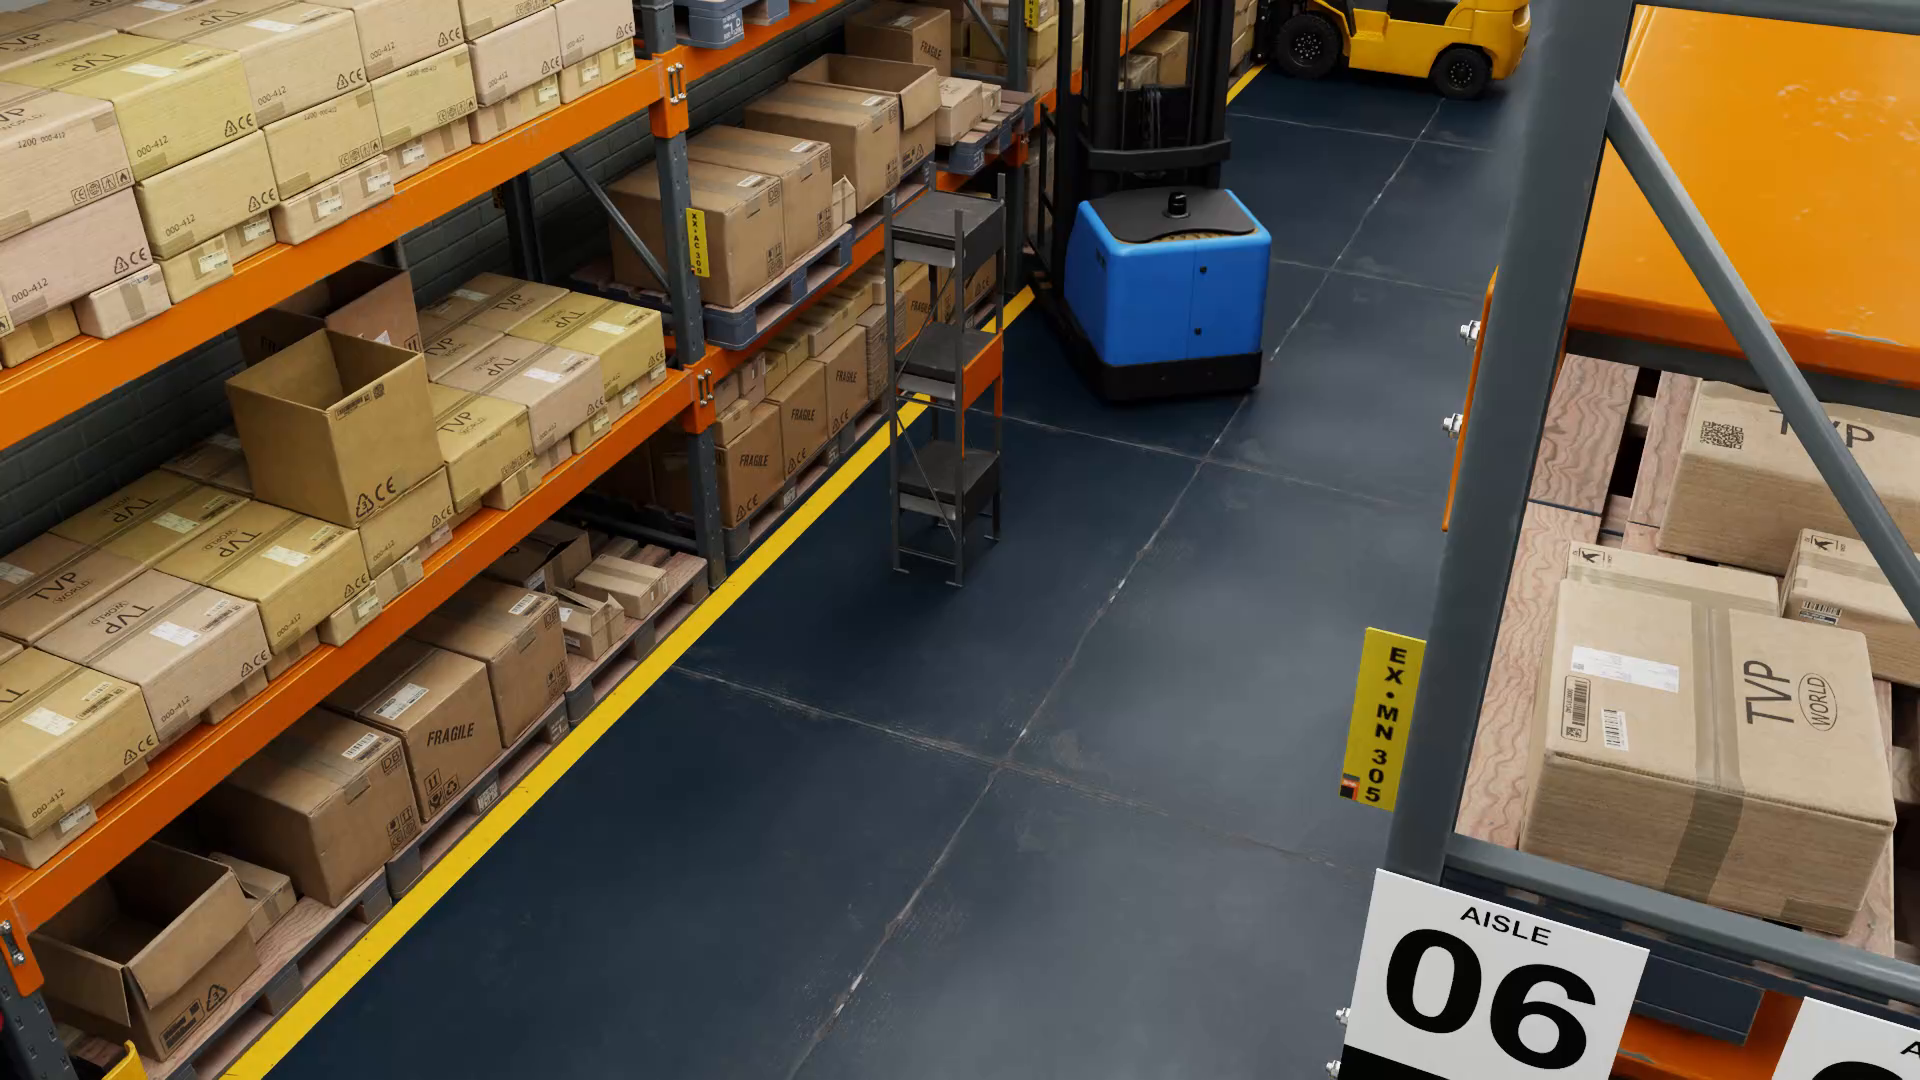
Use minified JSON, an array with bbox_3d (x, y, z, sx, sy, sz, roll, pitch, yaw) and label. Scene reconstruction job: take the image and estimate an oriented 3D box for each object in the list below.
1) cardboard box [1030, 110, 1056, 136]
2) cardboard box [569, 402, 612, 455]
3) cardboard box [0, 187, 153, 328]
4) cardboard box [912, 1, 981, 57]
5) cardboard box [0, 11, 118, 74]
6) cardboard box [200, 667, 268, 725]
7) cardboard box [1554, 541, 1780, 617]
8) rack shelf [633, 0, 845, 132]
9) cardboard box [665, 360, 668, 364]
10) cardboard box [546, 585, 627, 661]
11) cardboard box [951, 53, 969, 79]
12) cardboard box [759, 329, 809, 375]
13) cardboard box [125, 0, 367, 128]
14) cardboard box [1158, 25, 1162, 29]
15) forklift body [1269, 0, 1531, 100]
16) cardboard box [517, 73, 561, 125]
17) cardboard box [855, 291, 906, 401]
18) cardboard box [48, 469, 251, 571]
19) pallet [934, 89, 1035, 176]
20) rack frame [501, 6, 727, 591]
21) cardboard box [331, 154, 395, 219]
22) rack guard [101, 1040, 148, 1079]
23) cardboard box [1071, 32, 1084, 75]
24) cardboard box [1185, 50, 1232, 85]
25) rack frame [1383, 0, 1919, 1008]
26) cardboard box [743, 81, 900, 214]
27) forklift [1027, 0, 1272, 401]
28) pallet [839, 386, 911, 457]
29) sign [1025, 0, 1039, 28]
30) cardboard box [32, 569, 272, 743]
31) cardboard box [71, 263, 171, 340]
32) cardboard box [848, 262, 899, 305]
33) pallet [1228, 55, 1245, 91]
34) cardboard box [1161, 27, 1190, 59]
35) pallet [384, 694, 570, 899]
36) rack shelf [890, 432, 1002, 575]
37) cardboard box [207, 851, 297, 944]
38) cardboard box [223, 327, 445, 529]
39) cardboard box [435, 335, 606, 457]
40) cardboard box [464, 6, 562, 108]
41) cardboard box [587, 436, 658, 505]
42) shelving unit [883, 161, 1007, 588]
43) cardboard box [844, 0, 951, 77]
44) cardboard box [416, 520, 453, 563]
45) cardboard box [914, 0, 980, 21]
[{"bbox_3d":[0.502,-2.941,12.651,0.875,0.625,0.625,15,36,22],"label":"cardboard box"},{"bbox_3d":[-1.792,-0.540,7.436,0.380,0.149,0.250,15,36,22],"label":"cardboard box"},{"bbox_3d":[-2.757,-0.872,4.842,0.500,0.250,0.500,15,36,21],"label":"cardboard box"},{"bbox_3d":[-0.103,-3.557,11.489,0.500,0.250,0.500,15,36,22],"label":"cardboard box"},{"bbox_3d":[-3.028,-1.468,5.295,0.500,0.250,0.500,15,36,21],"label":"cardboard box"},{"bbox_3d":[-2.694,0.477,5.884,0.380,0.149,0.250,15,36,22],"label":"cardboard box"},{"bbox_3d":[1.334,0.159,3.160,0.380,0.149,0.250,11,35,17],"label":"cardboard box"},{"bbox_3d":[-0.875,-3.081,9.002,1.077,0.370,4.000,14,36,20],"label":"rack shelf"},{"bbox_3d":[-1.714,-0.915,9.083,0.380,0.149,0.250,14,36,21],"label":"cardboard box"},{"bbox_3d":[-1.827,0.359,7.946,0.396,0.266,0.258,15,36,22],"label":"cardboard box"},{"bbox_3d":[-0.082,-3.343,11.619,0.500,0.250,0.500,13,36,19],"label":"cardboard box"},{"bbox_3d":[-1.075,-1.076,9.330,0.380,0.149,0.250,14,36,20],"label":"cardboard box"},{"bbox_3d":[-2.340,-1.586,5.476,0.500,0.250,0.500,15,36,22],"label":"cardboard box"},{"bbox_3d":[1.653,-4.640,15.128,0.500,0.250,0.500,13,36,19],"label":"cardboard box"},{"bbox_3d":[4.173,-5.390,15.377,2.313,2.155,1.214,14,36,20],"label":"forklift body"},{"bbox_3d":[-1.819,-1.781,6.593,0.380,0.149,0.250,15,36,22],"label":"cardboard box"},{"bbox_3d":[-0.656,-1.223,10.145,0.500,0.500,0.500,13,35,19],"label":"cardboard box"},{"bbox_3d":[-3.005,0.007,6.238,0.500,0.250,0.500,15,36,22],"label":"cardboard box"},{"bbox_3d":[-0.258,-2.690,10.660,1.213,0.211,1.003,14,36,20],"label":"pallet"},{"bbox_3d":[-1.712,-1.131,8.108,1.000,3.000,0.127,14,36,20],"label":"rack frame"},{"bbox_3d":[-2.211,-1.260,5.799,0.380,0.149,0.250,15,36,21],"label":"cardboard box"},{"bbox_3d":[-3.353,1.868,5.813,1.175,0.500,0.348,14,36,20],"label":"rack guard"},{"bbox_3d":[0.584,-3.475,11.820,0.500,0.250,0.500,13,36,19],"label":"cardboard box"},{"bbox_3d":[2.139,-4.306,15.075,0.500,0.250,0.500,15,36,21],"label":"cardboard box"},{"bbox_3d":[1.125,-0.511,1.691,1.000,3.000,0.127,14,36,20],"label":"rack frame"},{"bbox_3d":[-0.761,-2.187,9.245,0.700,0.500,0.500,14,36,20],"label":"cardboard box"},{"bbox_3d":[1.099,-2.888,10.851,1.130,2.935,3.031,-6,34,-10],"label":"forklift"},{"bbox_3d":[-0.897,-0.989,10.434,1.003,0.211,1.213,14,36,20],"label":"pallet"},{"bbox_3d":[0.459,-3.455,10.668,0.100,0.325,0.005,14,36,20],"label":"sign"},{"bbox_3d":[-2.740,0.384,5.663,0.500,0.250,0.500,15,36,21],"label":"cardboard box"},{"bbox_3d":[-2.634,-0.755,5.028,0.380,0.149,0.250,15,36,22],"label":"cardboard box"},{"bbox_3d":[-0.595,-1.567,10.078,0.380,0.149,0.250,12,35,18],"label":"cardboard box"},{"bbox_3d":[2.006,-4.336,15.539,1.003,0.211,1.213,14,36,20],"label":"pallet"},{"bbox_3d":[2.118,-4.521,14.946,0.500,0.250,0.500,14,36,20],"label":"cardboard box"},{"bbox_3d":[-2.509,0.986,7.422,1.003,0.211,1.213,14,36,20],"label":"pallet"},{"bbox_3d":[-0.069,-0.199,8.808,0.431,0.518,0.480,14,36,20],"label":"rack shelf"},{"bbox_3d":[-2.830,1.392,6.477,0.380,0.149,0.250,13,35,19],"label":"cardboard box"},{"bbox_3d":[-2.323,-0.426,6.214,0.500,0.500,0.500,15,36,22],"label":"cardboard box"},{"bbox_3d":[-1.899,-0.631,7.210,0.500,0.250,0.500,14,36,21],"label":"cardboard box"},{"bbox_3d":[-1.894,-1.888,6.393,0.500,0.250,0.500,13,35,19],"label":"cardboard box"},{"bbox_3d":[-1.775,-0.574,9.155,0.500,0.500,0.500,14,36,20],"label":"cardboard box"},{"bbox_3d":[-0.069,-0.796,8.417,0.431,2.100,0.503,14,36,20],"label":"shelving unit"},{"bbox_3d":[-0.395,-3.121,10.668,0.500,0.500,0.500,16,36,23],"label":"cardboard box"},{"bbox_3d":[-2.277,-0.045,6.681,0.380,0.149,0.250,14,36,20],"label":"cardboard box"},{"bbox_3d":[-0.086,-3.645,11.259,0.380,0.149,0.250,15,36,22],"label":"cardboard box"}]
